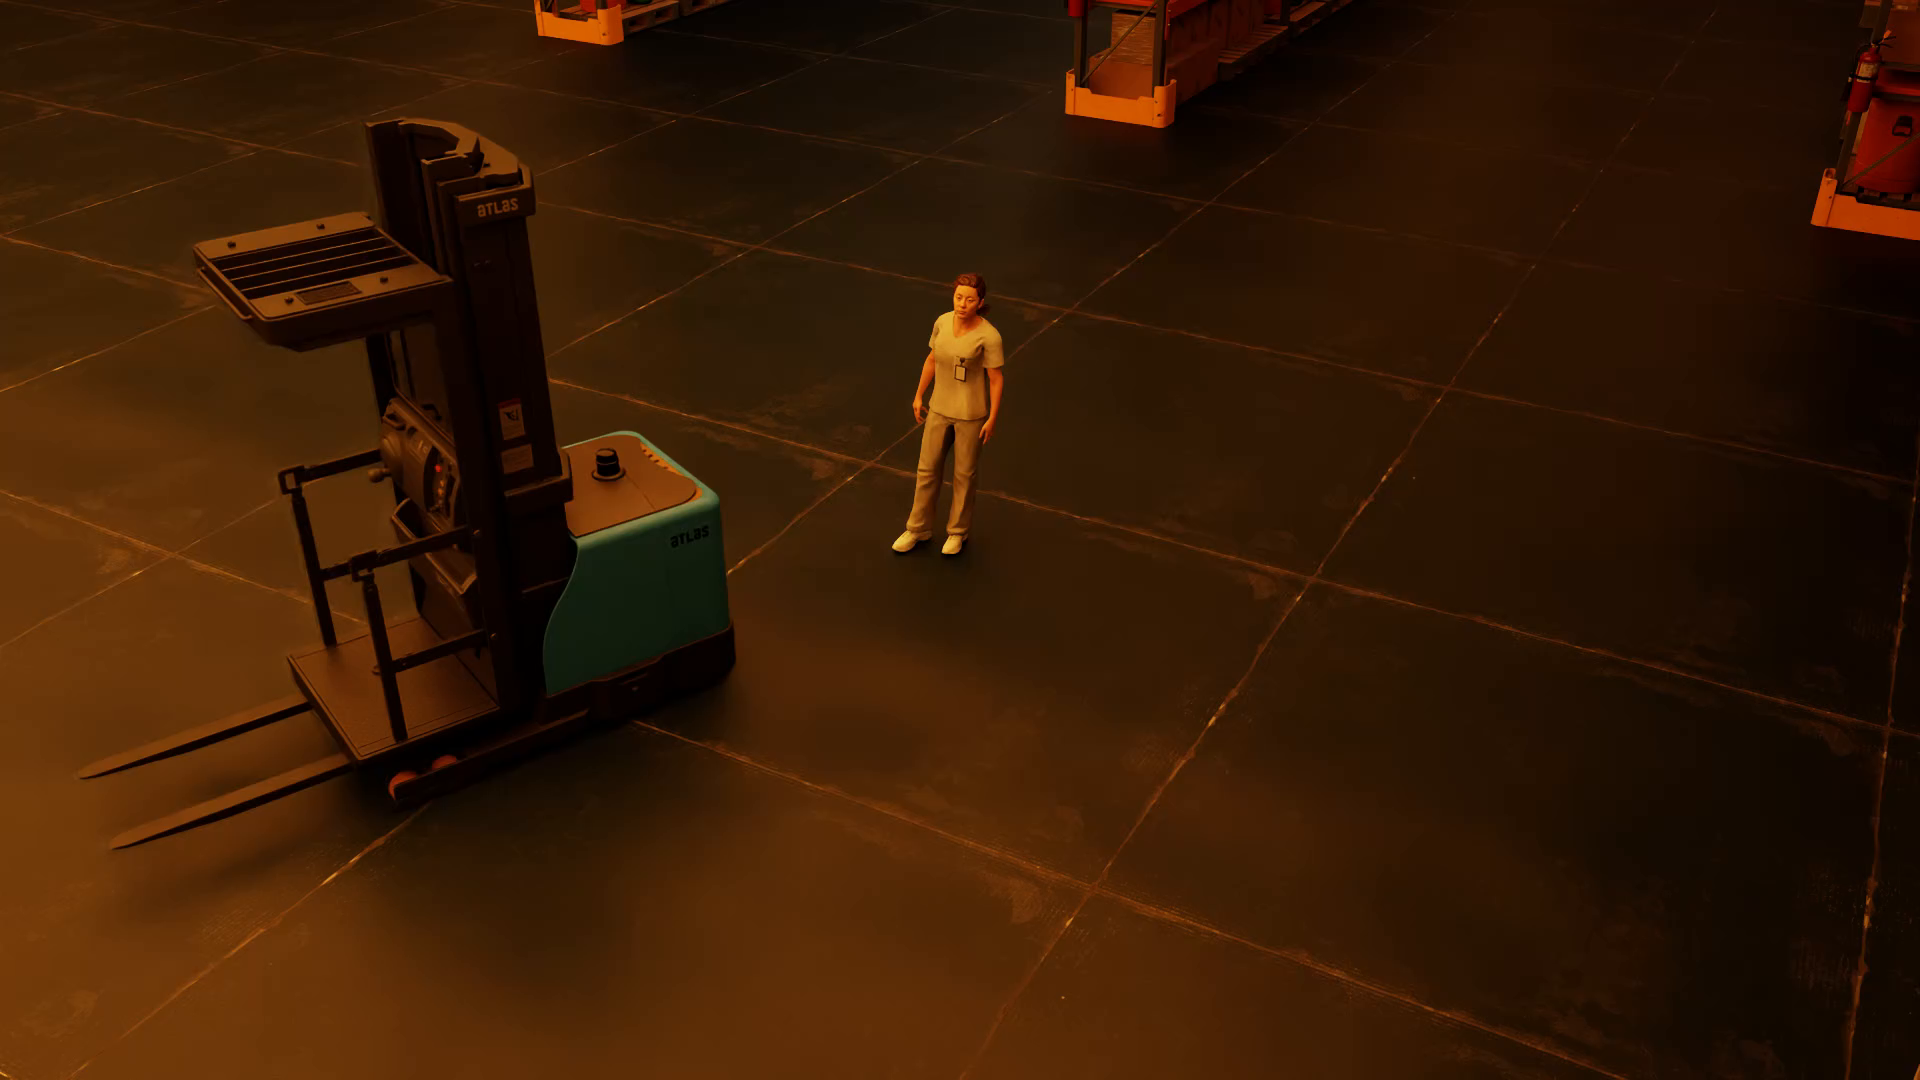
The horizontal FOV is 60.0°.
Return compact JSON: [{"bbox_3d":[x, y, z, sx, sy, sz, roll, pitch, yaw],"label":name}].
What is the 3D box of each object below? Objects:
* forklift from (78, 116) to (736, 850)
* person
[{"bbox_3d":[-2.667,-0.316,7.619,3.031,2.935,1.130,-20,36,-31],"label":"forklift"},{"bbox_3d":[-0.048,-0.704,9.530,0.549,1.675,0.549,15,33,25],"label":"person"}]
